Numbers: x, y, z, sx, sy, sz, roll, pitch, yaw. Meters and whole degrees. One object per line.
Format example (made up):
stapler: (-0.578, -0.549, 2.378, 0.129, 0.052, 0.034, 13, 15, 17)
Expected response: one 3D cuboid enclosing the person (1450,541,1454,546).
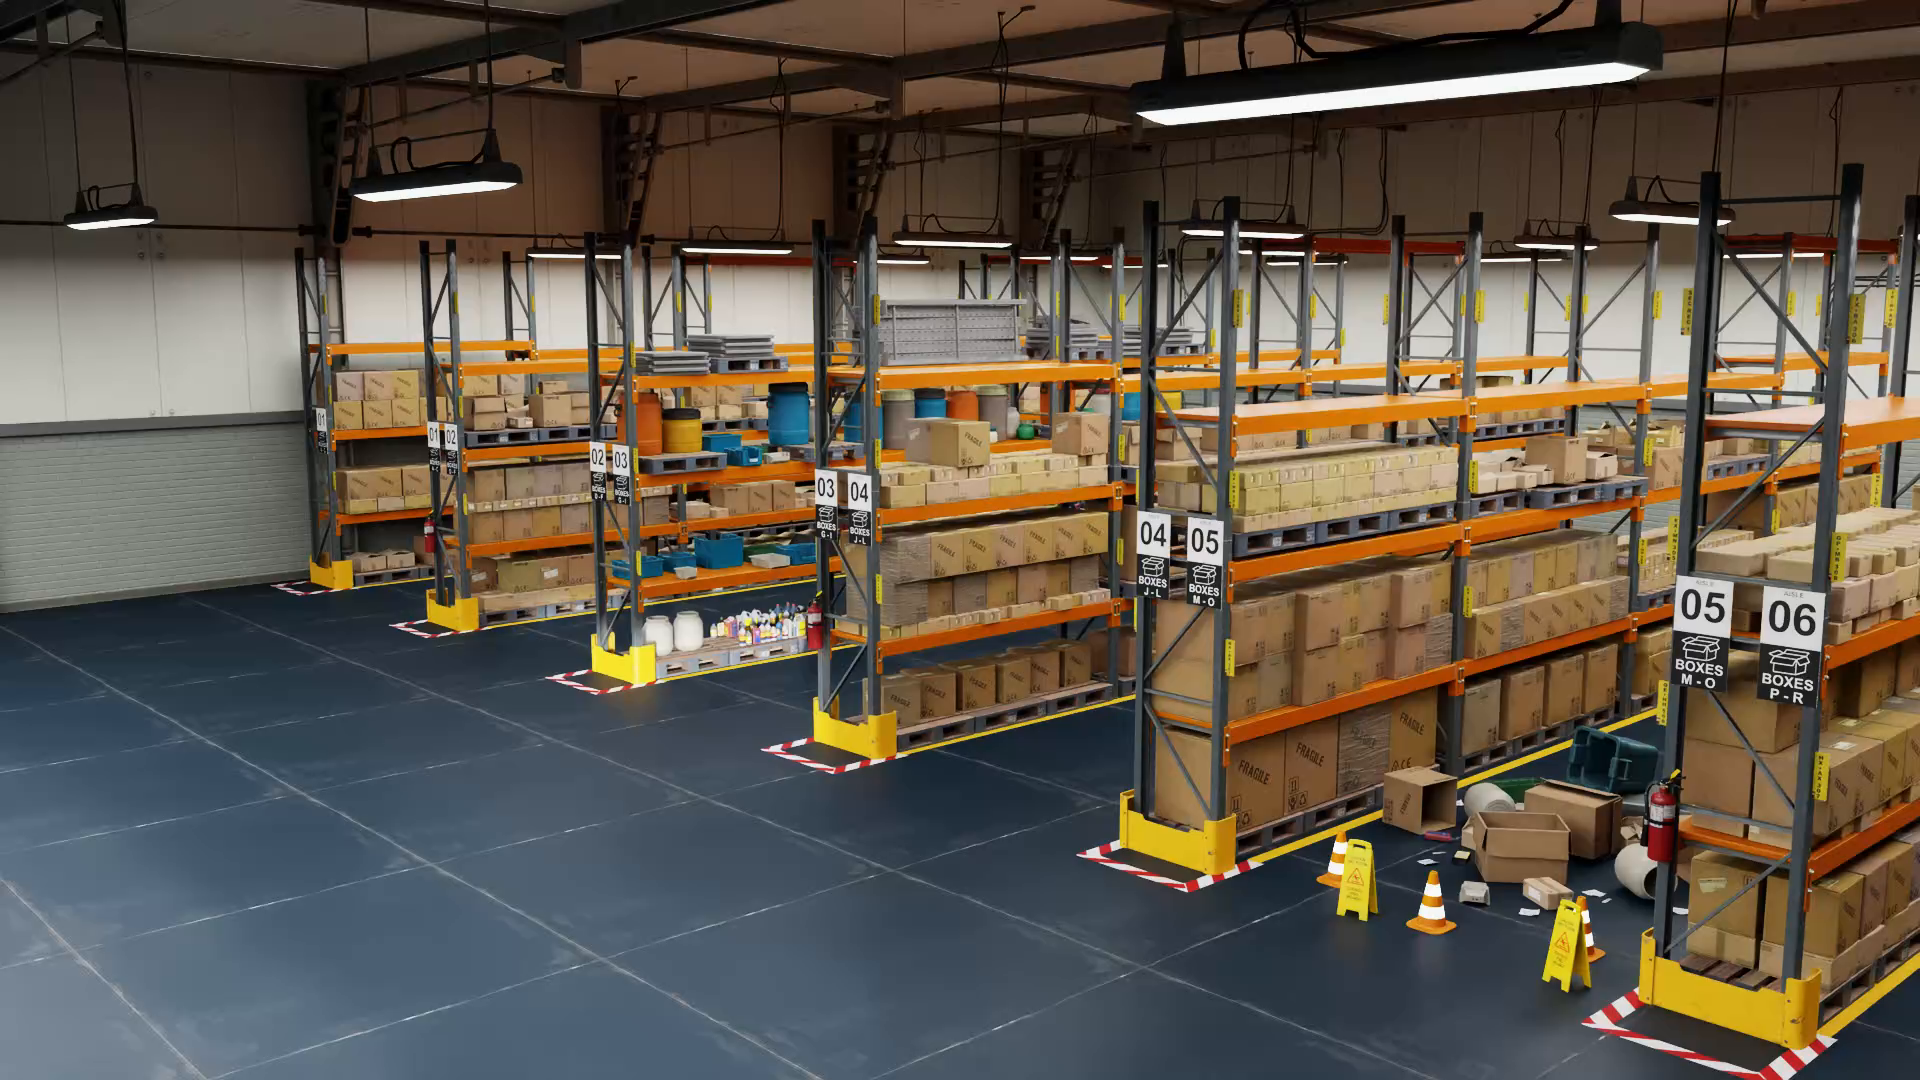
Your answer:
person: (7.388, 0.705, 24.795, 0.458, 1.680, 0.380, -7, 11, -39)
